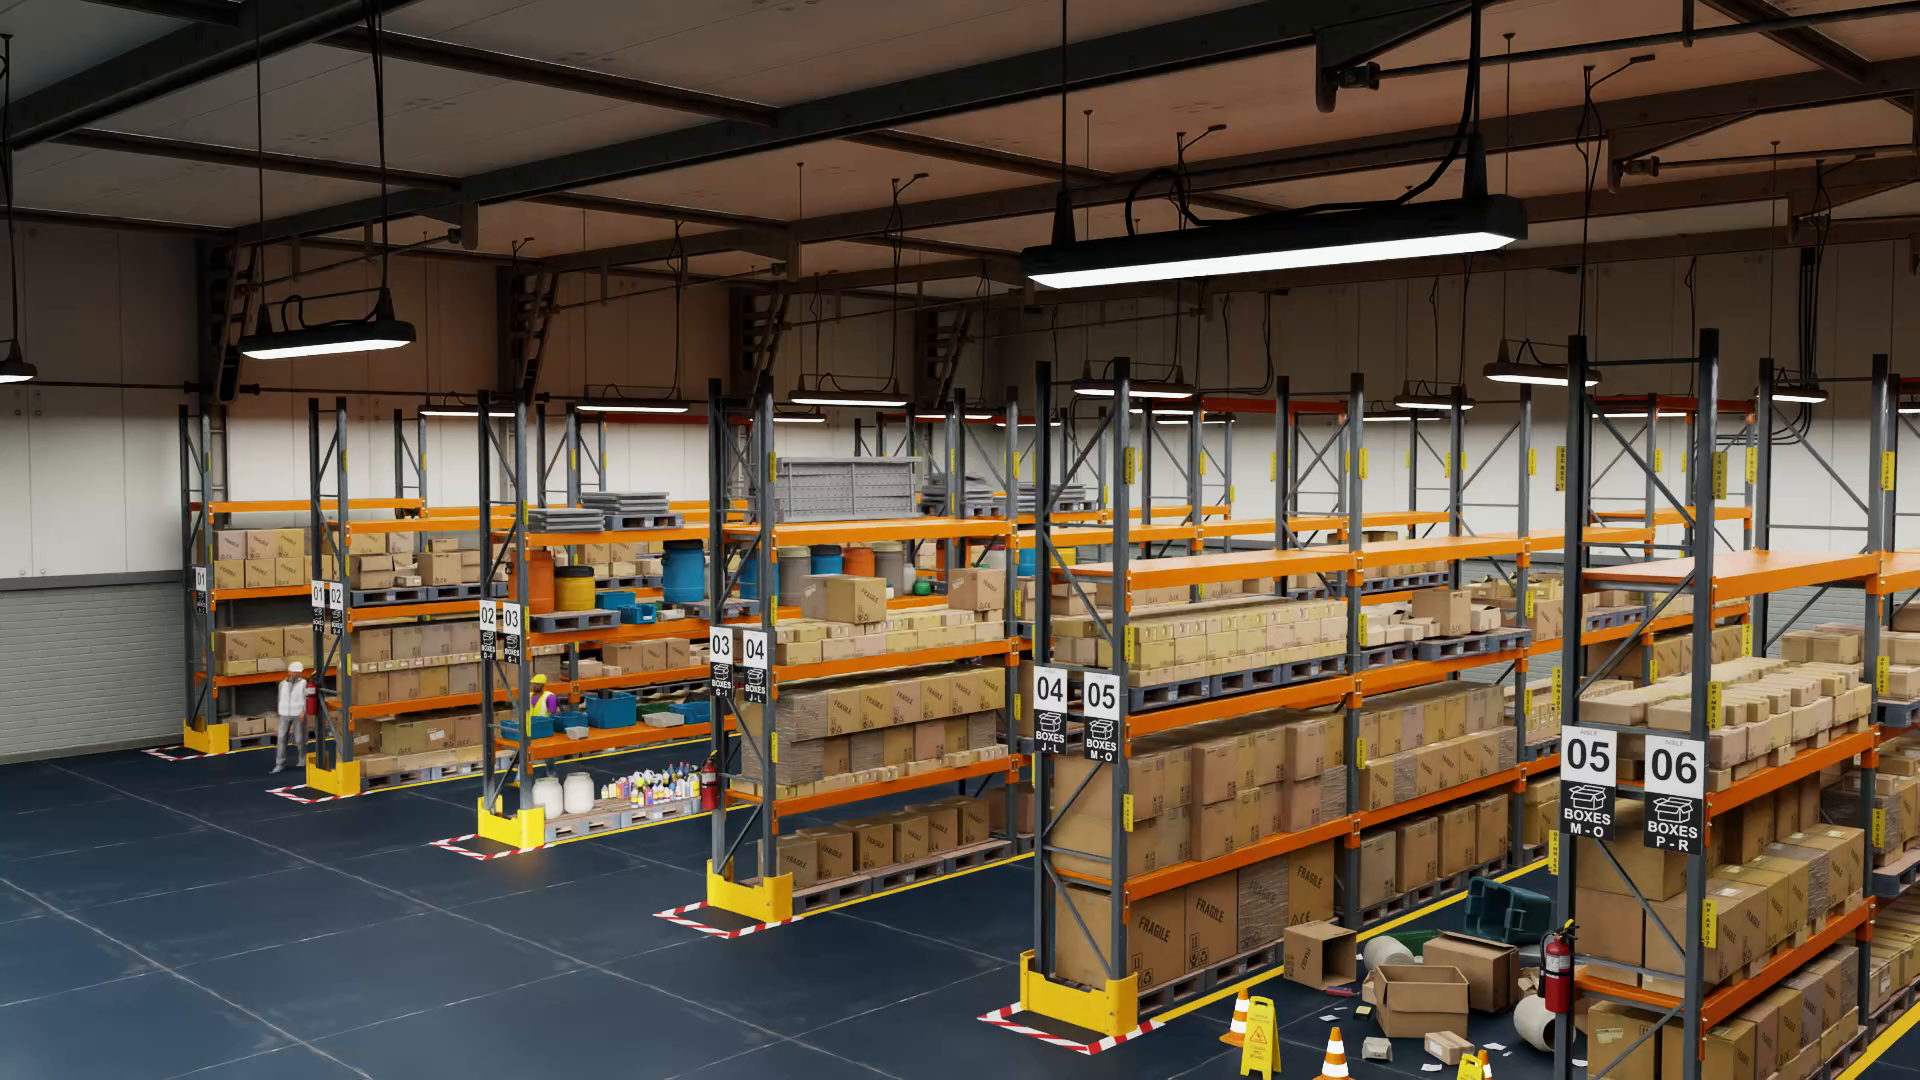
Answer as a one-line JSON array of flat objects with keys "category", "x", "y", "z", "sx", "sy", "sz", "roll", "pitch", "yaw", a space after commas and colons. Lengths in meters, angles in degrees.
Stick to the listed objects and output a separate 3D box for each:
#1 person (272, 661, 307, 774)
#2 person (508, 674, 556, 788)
[{"category": "person", "x": -10.899, "y": 2.881, "z": 27.111, "sx": 0.569, "sy": 1.769, "sz": 0.782, "roll": 0, "pitch": 3, "yaw": -5}, {"category": "person", "x": -6.524, "y": 2.933, "z": 25.600, "sx": 0.586, "sy": 1.721, "sz": 0.959, "roll": 0, "pitch": 3, "yaw": 9}]
